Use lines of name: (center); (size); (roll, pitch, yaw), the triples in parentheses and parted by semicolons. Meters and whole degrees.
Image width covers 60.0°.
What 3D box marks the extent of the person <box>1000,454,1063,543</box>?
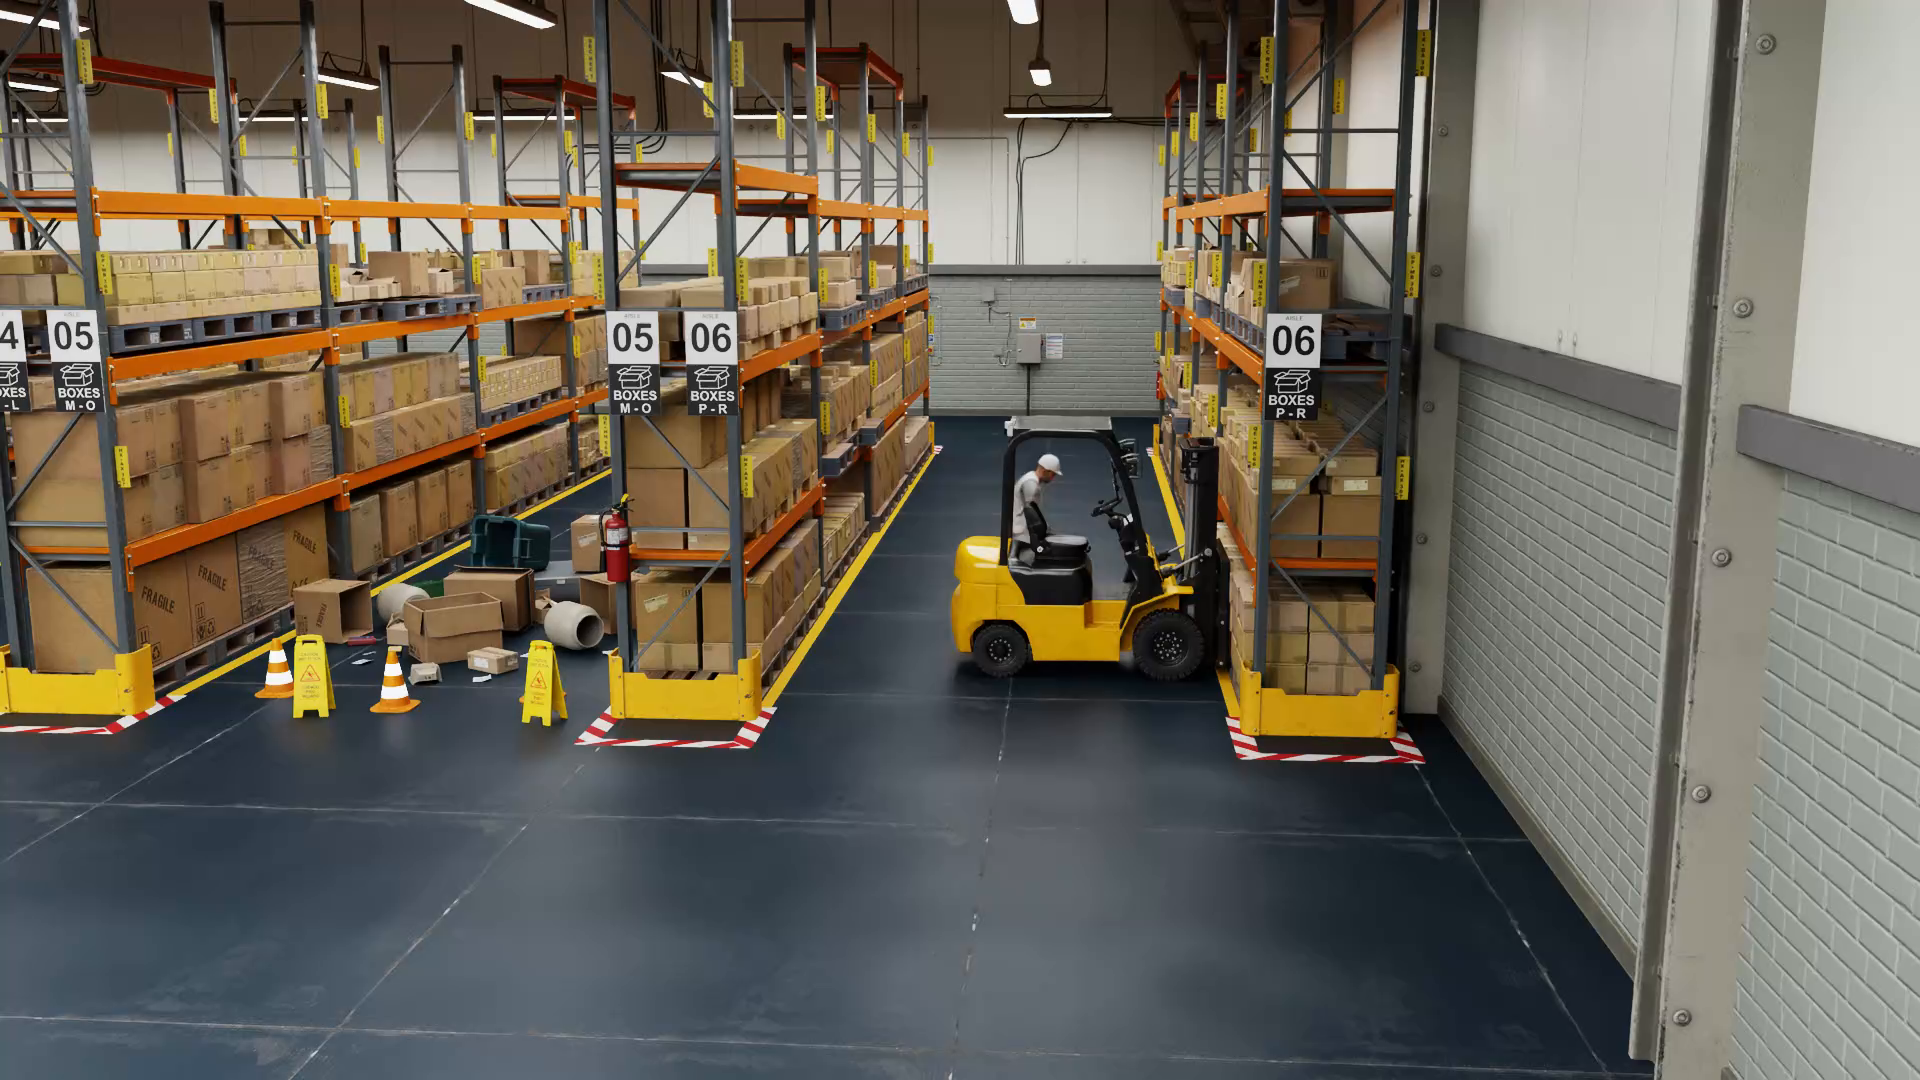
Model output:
person: (0.714, -0.067, 16.724); (0.625, 1.604, 0.572); (1, 11, 5)
